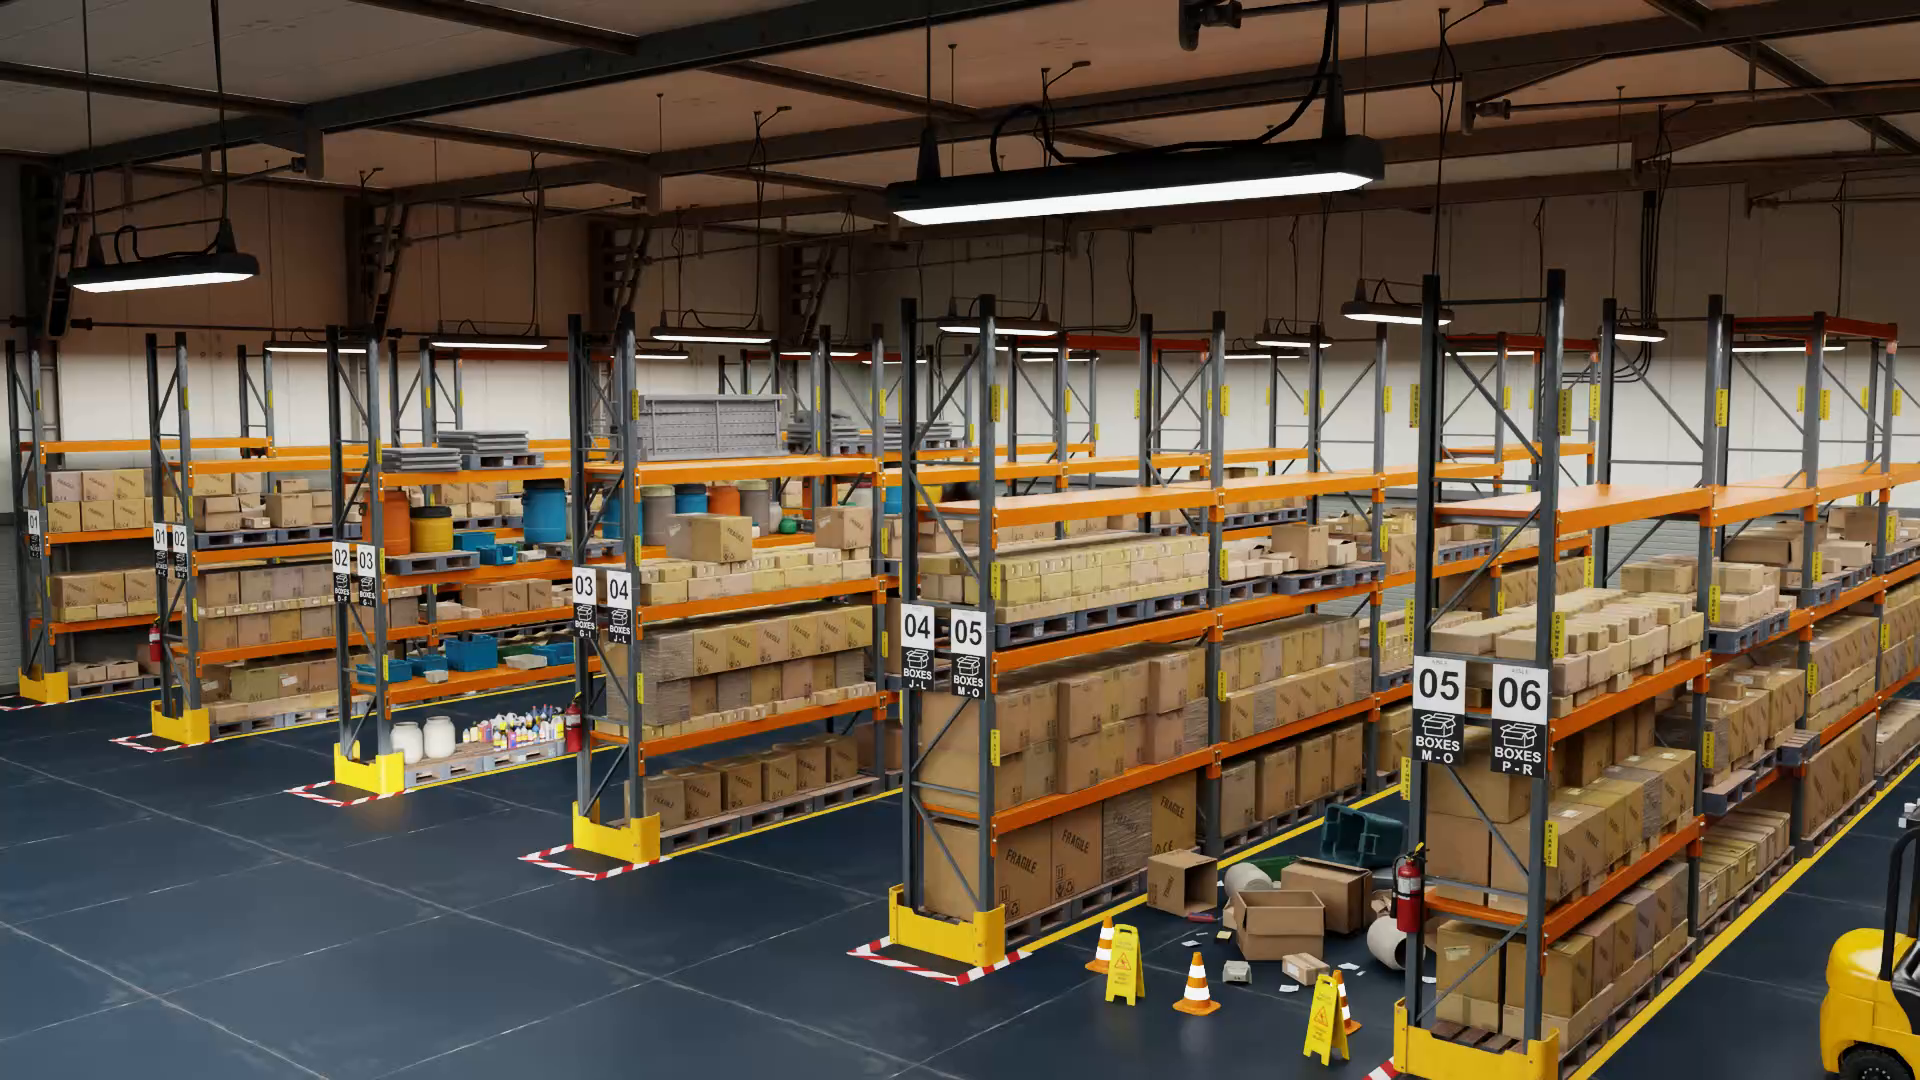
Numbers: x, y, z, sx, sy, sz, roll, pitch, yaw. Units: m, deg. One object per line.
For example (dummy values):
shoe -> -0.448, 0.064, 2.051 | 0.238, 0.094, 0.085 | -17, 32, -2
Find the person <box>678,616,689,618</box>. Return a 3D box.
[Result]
person -> -4.890, 1.595, 30.354 | 0.498, 1.678, 0.830 | 3, 6, 34
